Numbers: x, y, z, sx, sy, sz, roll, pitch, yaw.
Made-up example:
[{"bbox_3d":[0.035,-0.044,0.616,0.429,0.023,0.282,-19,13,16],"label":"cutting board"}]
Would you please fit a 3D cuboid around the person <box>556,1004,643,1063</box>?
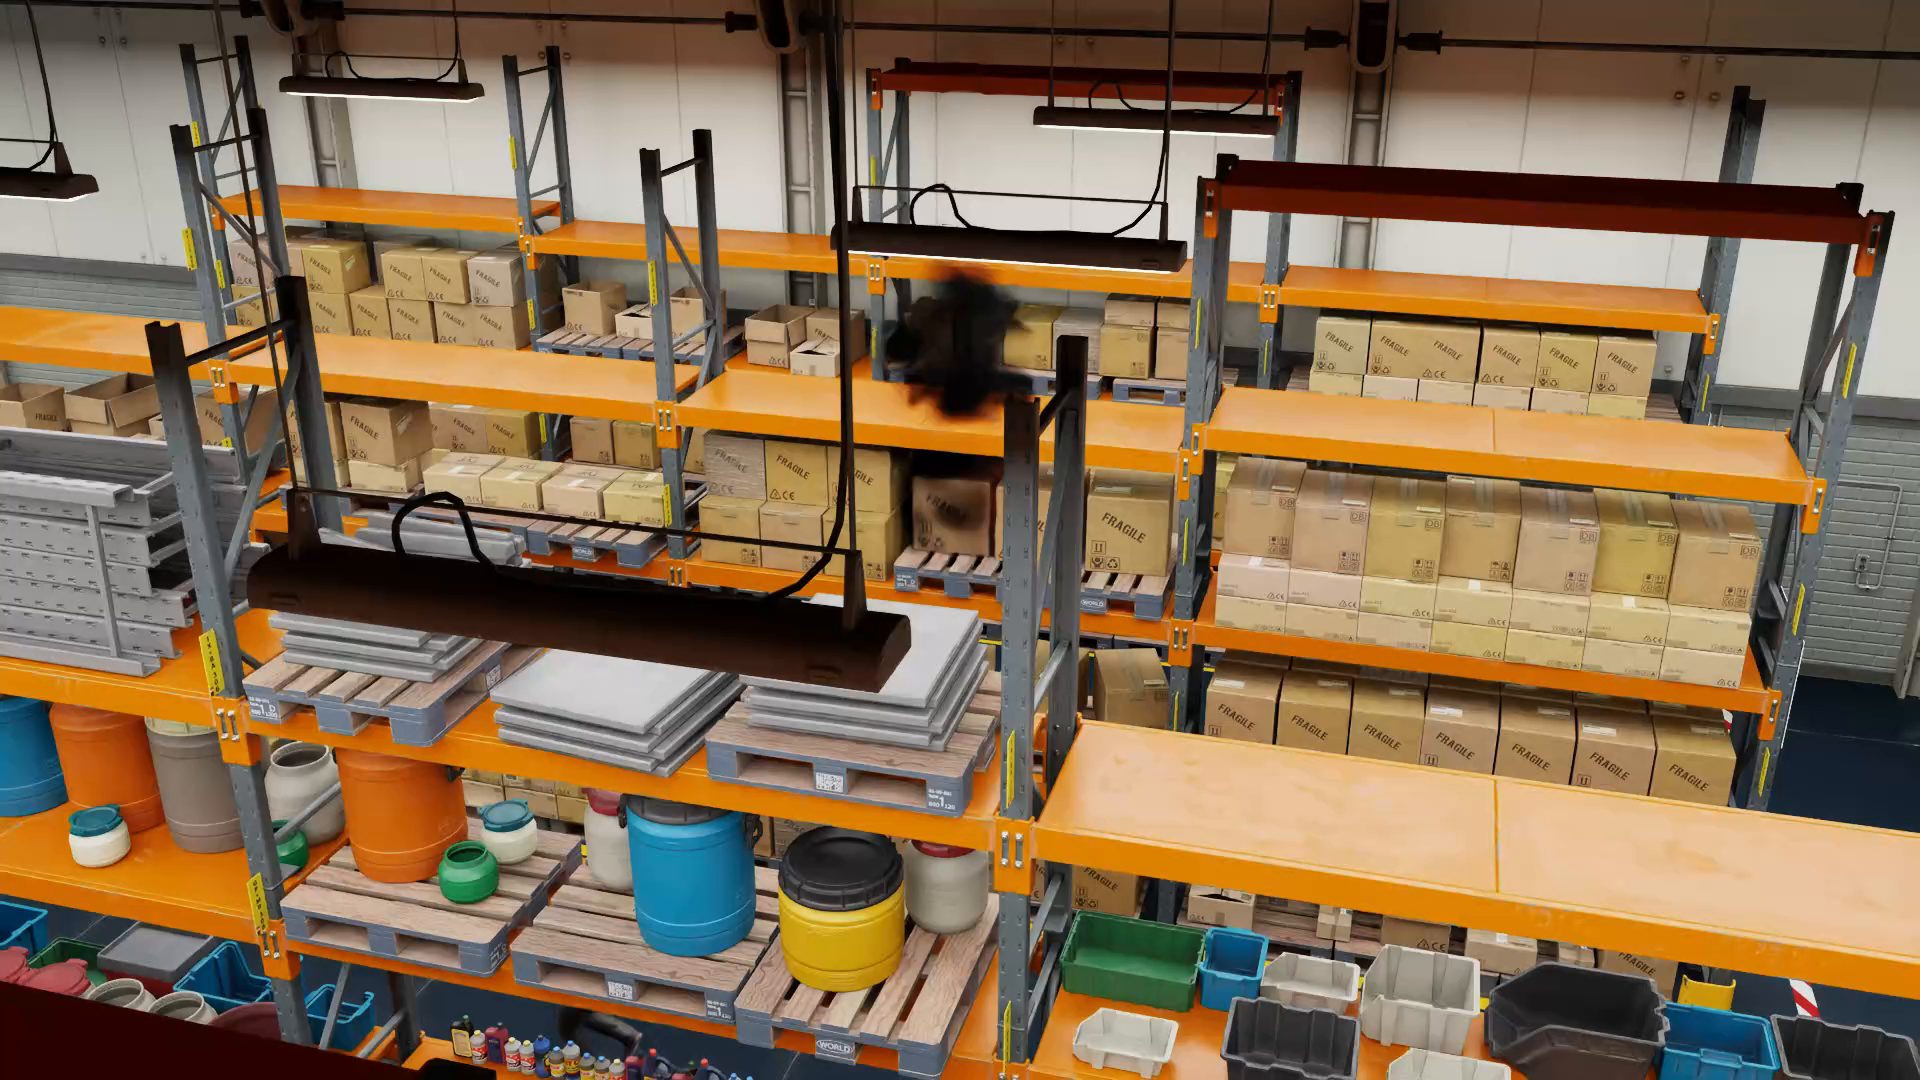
[{"bbox_3d":[-2.533,3.042,11.366,0.617,1.601,0.572,3,23,7],"label":"person"}]
